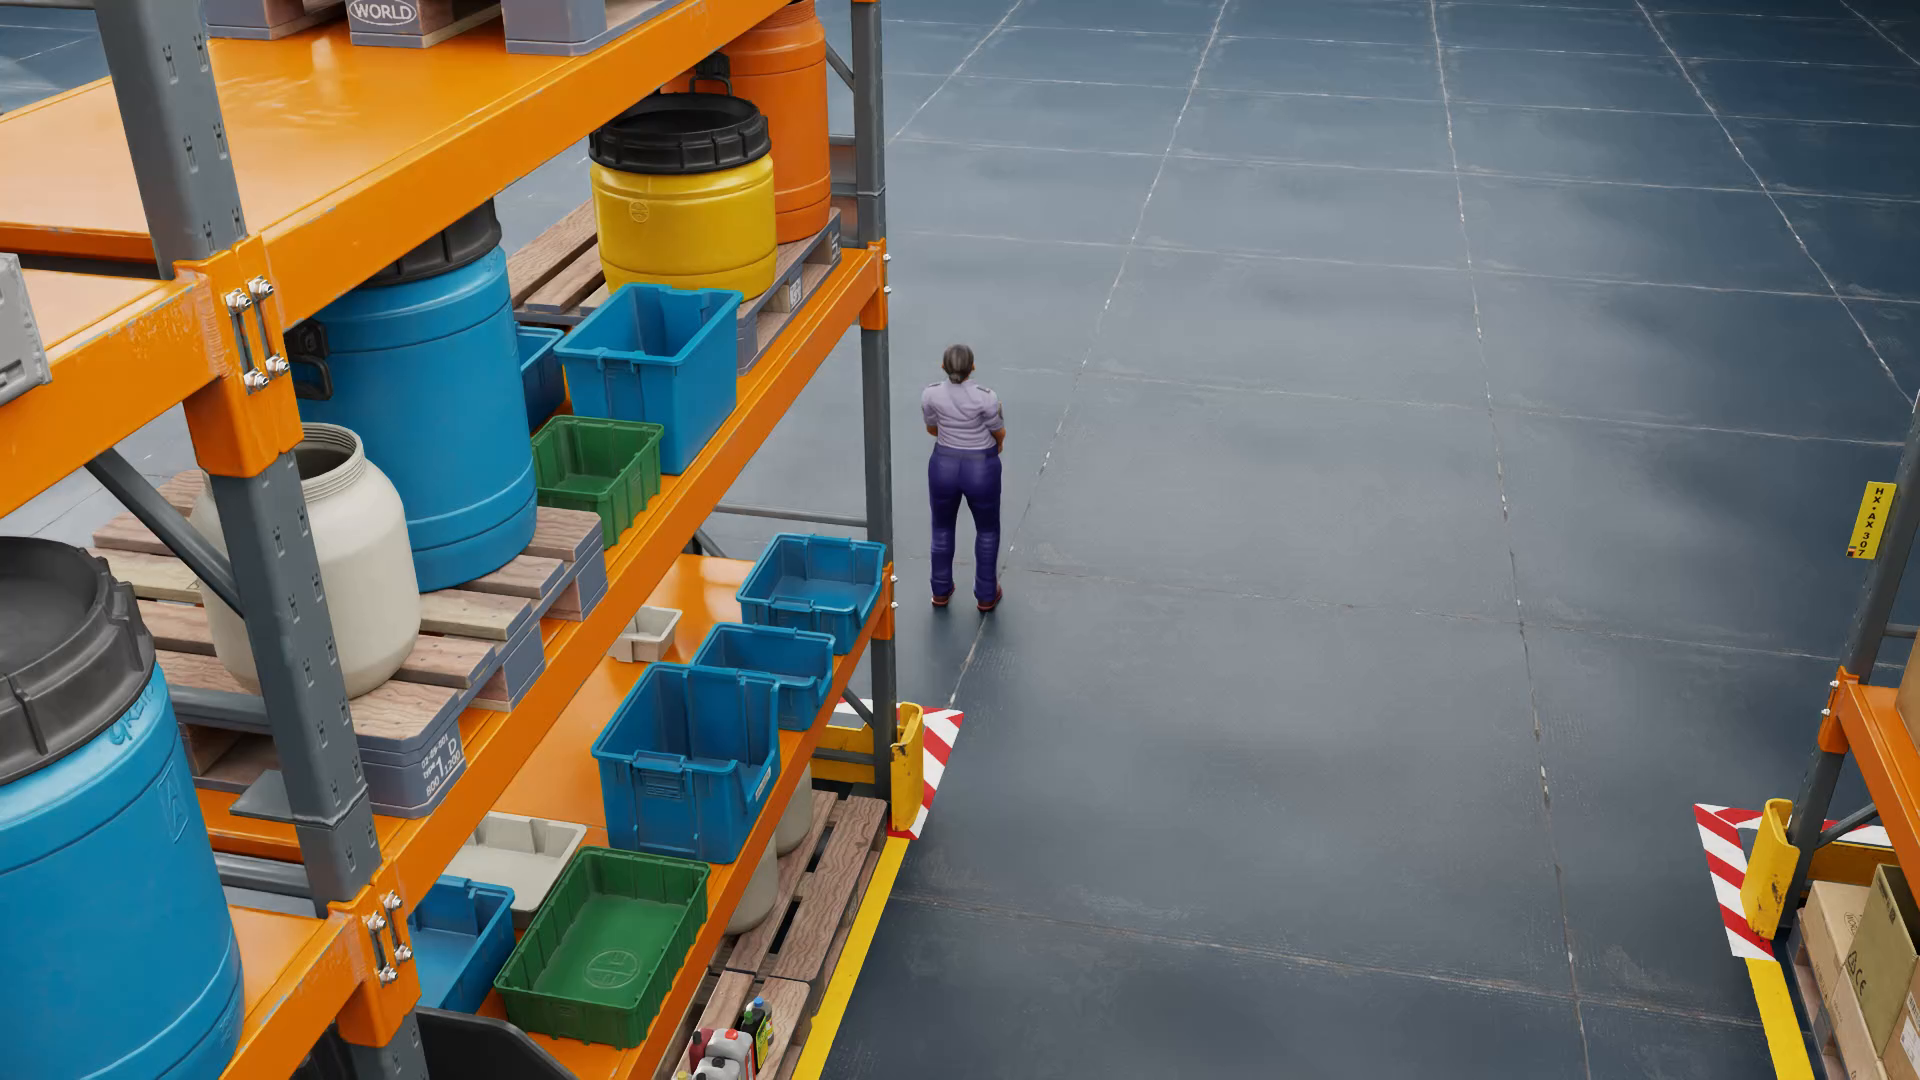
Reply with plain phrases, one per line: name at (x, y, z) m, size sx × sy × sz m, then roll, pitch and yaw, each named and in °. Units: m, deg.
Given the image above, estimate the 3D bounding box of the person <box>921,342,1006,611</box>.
person at (0.035, -0.397, 9.363) m, size 0.452 × 1.627 × 0.516 m, roll 6°, pitch 30°, yaw 11°
